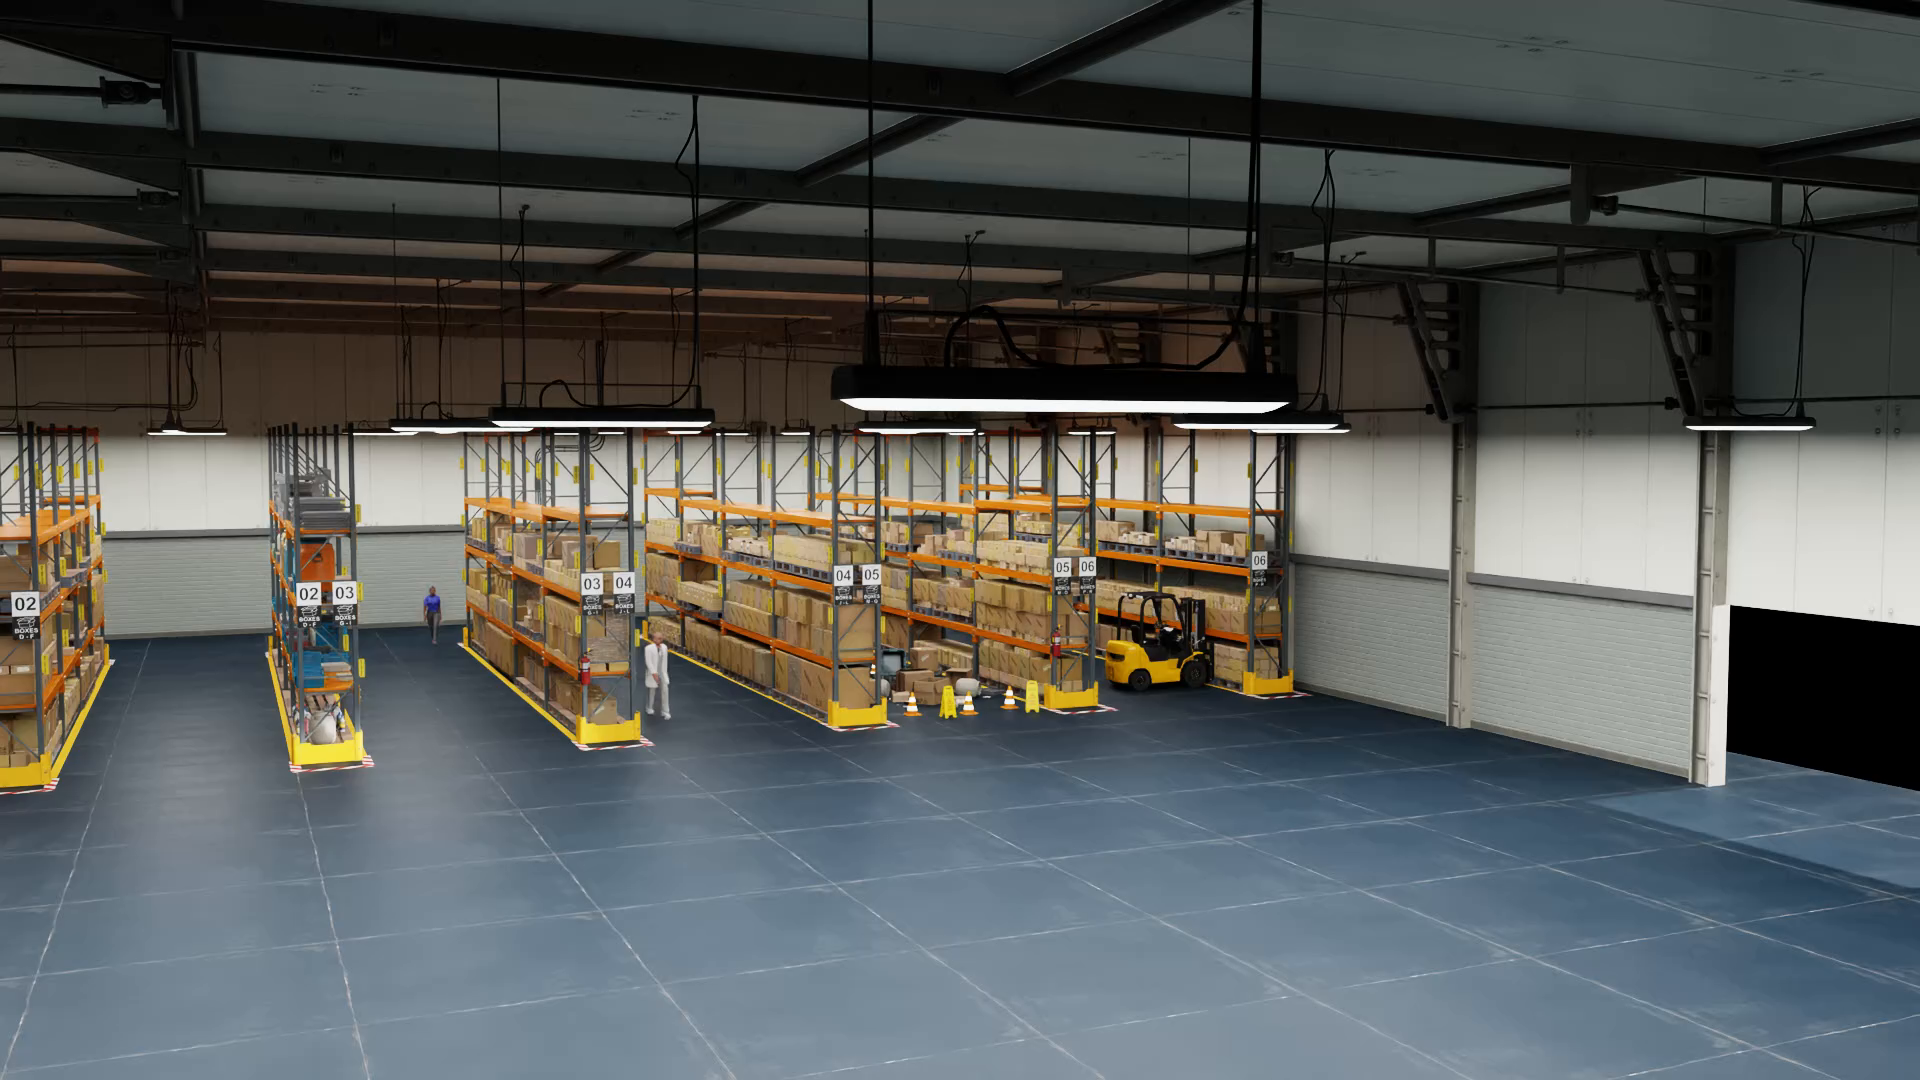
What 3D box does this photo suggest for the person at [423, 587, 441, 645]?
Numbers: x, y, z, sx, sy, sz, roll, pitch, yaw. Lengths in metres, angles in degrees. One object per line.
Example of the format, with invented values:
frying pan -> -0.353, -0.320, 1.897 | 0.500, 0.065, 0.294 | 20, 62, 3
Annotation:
person -> -14.635, 2.143, 46.092 | 0.442, 1.486, 1.025 | 0, 4, -5

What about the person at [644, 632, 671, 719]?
person -> -6.196, 2.758, 34.165 | 0.562, 1.730, 1.038 | -2, 4, -35

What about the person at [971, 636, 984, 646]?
person -> 0.490, 2.036, 46.004 | 0.398, 1.774, 0.612 | 2, 4, 34
